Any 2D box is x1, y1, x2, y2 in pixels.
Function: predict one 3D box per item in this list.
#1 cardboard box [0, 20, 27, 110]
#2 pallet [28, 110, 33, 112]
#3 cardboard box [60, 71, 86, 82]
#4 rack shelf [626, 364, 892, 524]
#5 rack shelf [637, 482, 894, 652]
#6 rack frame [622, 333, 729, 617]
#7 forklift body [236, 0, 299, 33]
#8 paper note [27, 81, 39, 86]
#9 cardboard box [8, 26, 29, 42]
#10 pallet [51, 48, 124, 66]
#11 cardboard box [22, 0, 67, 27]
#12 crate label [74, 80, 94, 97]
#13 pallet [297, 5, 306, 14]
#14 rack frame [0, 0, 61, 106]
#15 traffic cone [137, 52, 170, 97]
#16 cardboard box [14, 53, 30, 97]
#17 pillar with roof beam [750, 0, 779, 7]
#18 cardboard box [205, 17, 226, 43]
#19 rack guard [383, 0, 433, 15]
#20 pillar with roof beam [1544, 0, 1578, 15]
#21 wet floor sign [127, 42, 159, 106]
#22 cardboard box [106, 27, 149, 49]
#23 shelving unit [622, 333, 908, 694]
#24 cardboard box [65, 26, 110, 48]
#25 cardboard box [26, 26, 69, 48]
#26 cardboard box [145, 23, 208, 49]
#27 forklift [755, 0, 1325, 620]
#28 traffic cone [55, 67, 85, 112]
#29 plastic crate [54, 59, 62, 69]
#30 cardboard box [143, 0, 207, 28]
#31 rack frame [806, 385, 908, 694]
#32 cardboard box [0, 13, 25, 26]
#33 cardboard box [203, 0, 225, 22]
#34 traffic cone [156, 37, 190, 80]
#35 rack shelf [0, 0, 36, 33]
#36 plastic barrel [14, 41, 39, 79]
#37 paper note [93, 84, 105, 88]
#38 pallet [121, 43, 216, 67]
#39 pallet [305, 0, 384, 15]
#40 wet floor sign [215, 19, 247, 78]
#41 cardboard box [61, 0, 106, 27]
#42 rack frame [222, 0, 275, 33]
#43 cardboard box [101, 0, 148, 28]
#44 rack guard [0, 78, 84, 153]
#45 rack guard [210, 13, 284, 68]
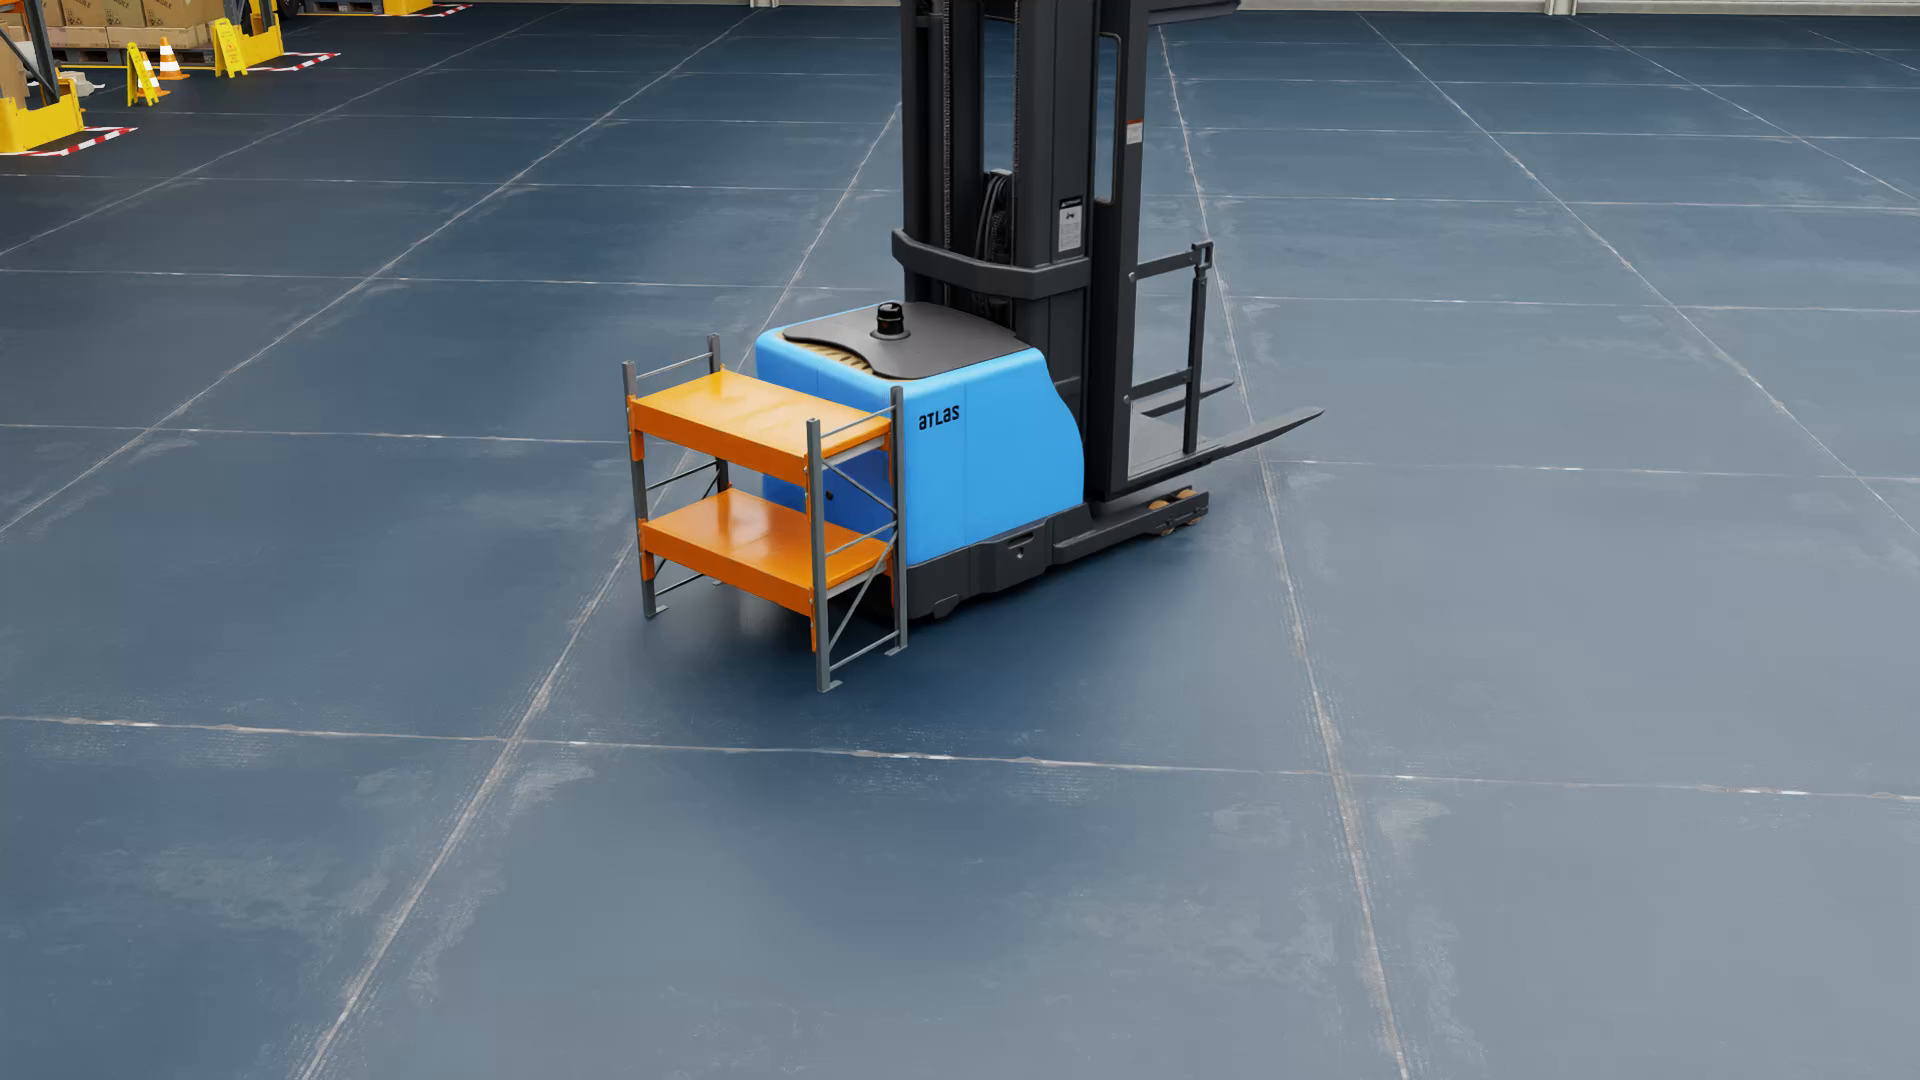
[{"bbox_3d":[-9.709,-4.481,15.940,0.875,0.875,0.875,2,25,4],"label":"cardboard box"},{"bbox_3d":[-9.831,-3.988,16.164,1.213,0.211,1.003,2,25,4],"label":"pallet"},{"bbox_3d":[-10.210,-5.233,18.945,0.250,0.149,0.380,16,29,31],"label":"cardboard box"},{"bbox_3d":[-0.778,-0.399,6.570,1.000,0.278,0.538,19,31,35],"label":"rack shelf"},{"bbox_3d":[-0.778,0.089,6.795,1.000,0.278,0.538,19,31,35],"label":"rack shelf"},{"bbox_3d":[-1.170,-0.268,6.986,0.032,1.125,0.500,19,31,35],"label":"rack frame"},{"bbox_3d":[-10.403,-8.312,23.240,1.214,2.155,2.313,2,25,4],"label":"forklift body"},{"bbox_3d":[-10.680,-5.264,19.168,0.142,0.019,0.148,11,27,22],"label":"paper note"},{"bbox_3d":[-11.637,-6.254,20.540,0.500,0.250,0.500,3,25,7],"label":"cardboard box"},{"bbox_3d":[-10.846,-6.145,20.851,1.213,0.211,1.003,2,25,4],"label":"pallet"},{"bbox_3d":[-11.119,-6.577,20.346,0.500,0.500,0.500,3,25,7],"label":"cardboard box"},{"bbox_3d":[-9.811,-5.030,18.517,0.298,0.136,0.250,-11,27,-23],"label":"crate label"},{"bbox_3d":[-10.352,-8.177,25.269,1.213,0.211,1.003,2,25,4],"label":"pallet"},{"bbox_3d":[-9.028,-5.262,15.597,0.127,3.000,1.000,2,25,4],"label":"rack frame"},{"bbox_3d":[-9.023,-5.178,18.450,0.334,0.463,0.336,2,25,4],"label":"traffic cone"},{"bbox_3d":[-10.694,-5.195,18.438,0.637,0.503,0.797,-17,30,-32],"label":"cardboard box"},{"bbox_3d":[-3.345,-10.534,19.878,0.400,9.000,9.100,2,25,4],"label":"pillar with roof beam"},{"bbox_3d":[-9.532,-6.411,20.881,0.500,0.250,0.500,2,25,4],"label":"cardboard box"},{"bbox_3d":[-8.349,-8.261,25.104,0.348,0.500,1.175,2,25,4],"label":"rack guard"},{"bbox_3d":[8.619,-10.150,19.043,0.400,9.000,9.100,2,25,4],"label":"pillar with roof beam"},{"bbox_3d":[-8.847,-5.017,17.880,0.232,0.644,0.267,-2,25,-5],"label":"wet floor sign"},{"bbox_3d":[-10.092,-6.203,20.430,0.500,0.250,0.500,2,25,4],"label":"cardboard box"},{"bbox_3d":[-0.778,-0.133,6.693,1.048,1.125,0.538,19,31,35],"label":"shelving unit"},{"bbox_3d":[-10.614,-6.218,20.461,0.500,0.250,0.500,1,25,2],"label":"cardboard box"},{"bbox_3d":[-11.108,-6.238,20.505,0.500,0.250,0.500,2,25,3],"label":"cardboard box"},{"bbox_3d":[-9.600,-6.184,20.388,0.500,0.250,0.500,2,25,4],"label":"cardboard box"},{"bbox_3d":[0.550,-1.498,7.499,3.031,2.935,1.130,-20,31,-37],"label":"forklift"},{"bbox_3d":[-9.448,-4.718,17.450,0.334,0.463,0.336,2,25,4],"label":"traffic cone"},{"bbox_3d":[-11.235,-5.738,20.124,0.583,0.080,0.402,-7,26,-14],"label":"plastic crate"},{"bbox_3d":[-9.568,-6.527,20.237,0.500,0.500,0.500,2,25,4],"label":"cardboard box"},{"bbox_3d":[-0.385,0.002,6.399,0.032,1.125,0.500,19,31,35],"label":"rack frame"},{"bbox_3d":[-11.635,-6.595,20.383,0.500,0.500,0.500,3,25,6],"label":"cardboard box"},{"bbox_3d":[-9.556,-6.752,20.725,0.500,0.500,0.500,1,25,2],"label":"cardboard box"},{"bbox_3d":[-9.277,-5.652,19.479,0.334,0.463,0.336,2,25,4],"label":"traffic cone"},{"bbox_3d":[-11.022,-4.999,15.886,4.000,0.370,1.077,2,25,4],"label":"rack shelf"},{"bbox_3d":[-10.925,-5.593,19.398,0.421,0.421,0.512,22,33,39],"label":"plastic barrel"},{"bbox_3d":[-9.844,-5.180,18.971,0.142,0.019,0.148,-7,26,-14],"label":"paper note"},{"bbox_3d":[-9.632,-6.104,20.764,1.213,0.211,1.003,2,25,4],"label":"pallet"},{"bbox_3d":[-9.139,-8.137,25.182,1.213,0.211,1.003,2,25,4],"label":"pallet"},{"bbox_3d":[-8.642,-5.806,19.597,0.232,0.644,0.267,11,27,22],"label":"wet floor sign"},{"bbox_3d":[-10.591,-6.562,20.312,0.500,0.500,0.500,1,25,3],"label":"cardboard box"},{"bbox_3d":[-8.749,-7.328,20.087,0.127,3.000,1.000,2,25,4],"label":"rack frame"},{"bbox_3d":[-10.089,-6.543,20.270,0.500,0.500,0.500,3,25,6],"label":"cardboard box"},{"bbox_3d":[-9.004,-4.125,16.117,0.348,0.500,1.175,2,25,4],"label":"rack guard"},{"bbox_3d":[-8.825,-6.195,20.615,0.348,0.500,1.175,2,25,4],"label":"rack guard"}]
